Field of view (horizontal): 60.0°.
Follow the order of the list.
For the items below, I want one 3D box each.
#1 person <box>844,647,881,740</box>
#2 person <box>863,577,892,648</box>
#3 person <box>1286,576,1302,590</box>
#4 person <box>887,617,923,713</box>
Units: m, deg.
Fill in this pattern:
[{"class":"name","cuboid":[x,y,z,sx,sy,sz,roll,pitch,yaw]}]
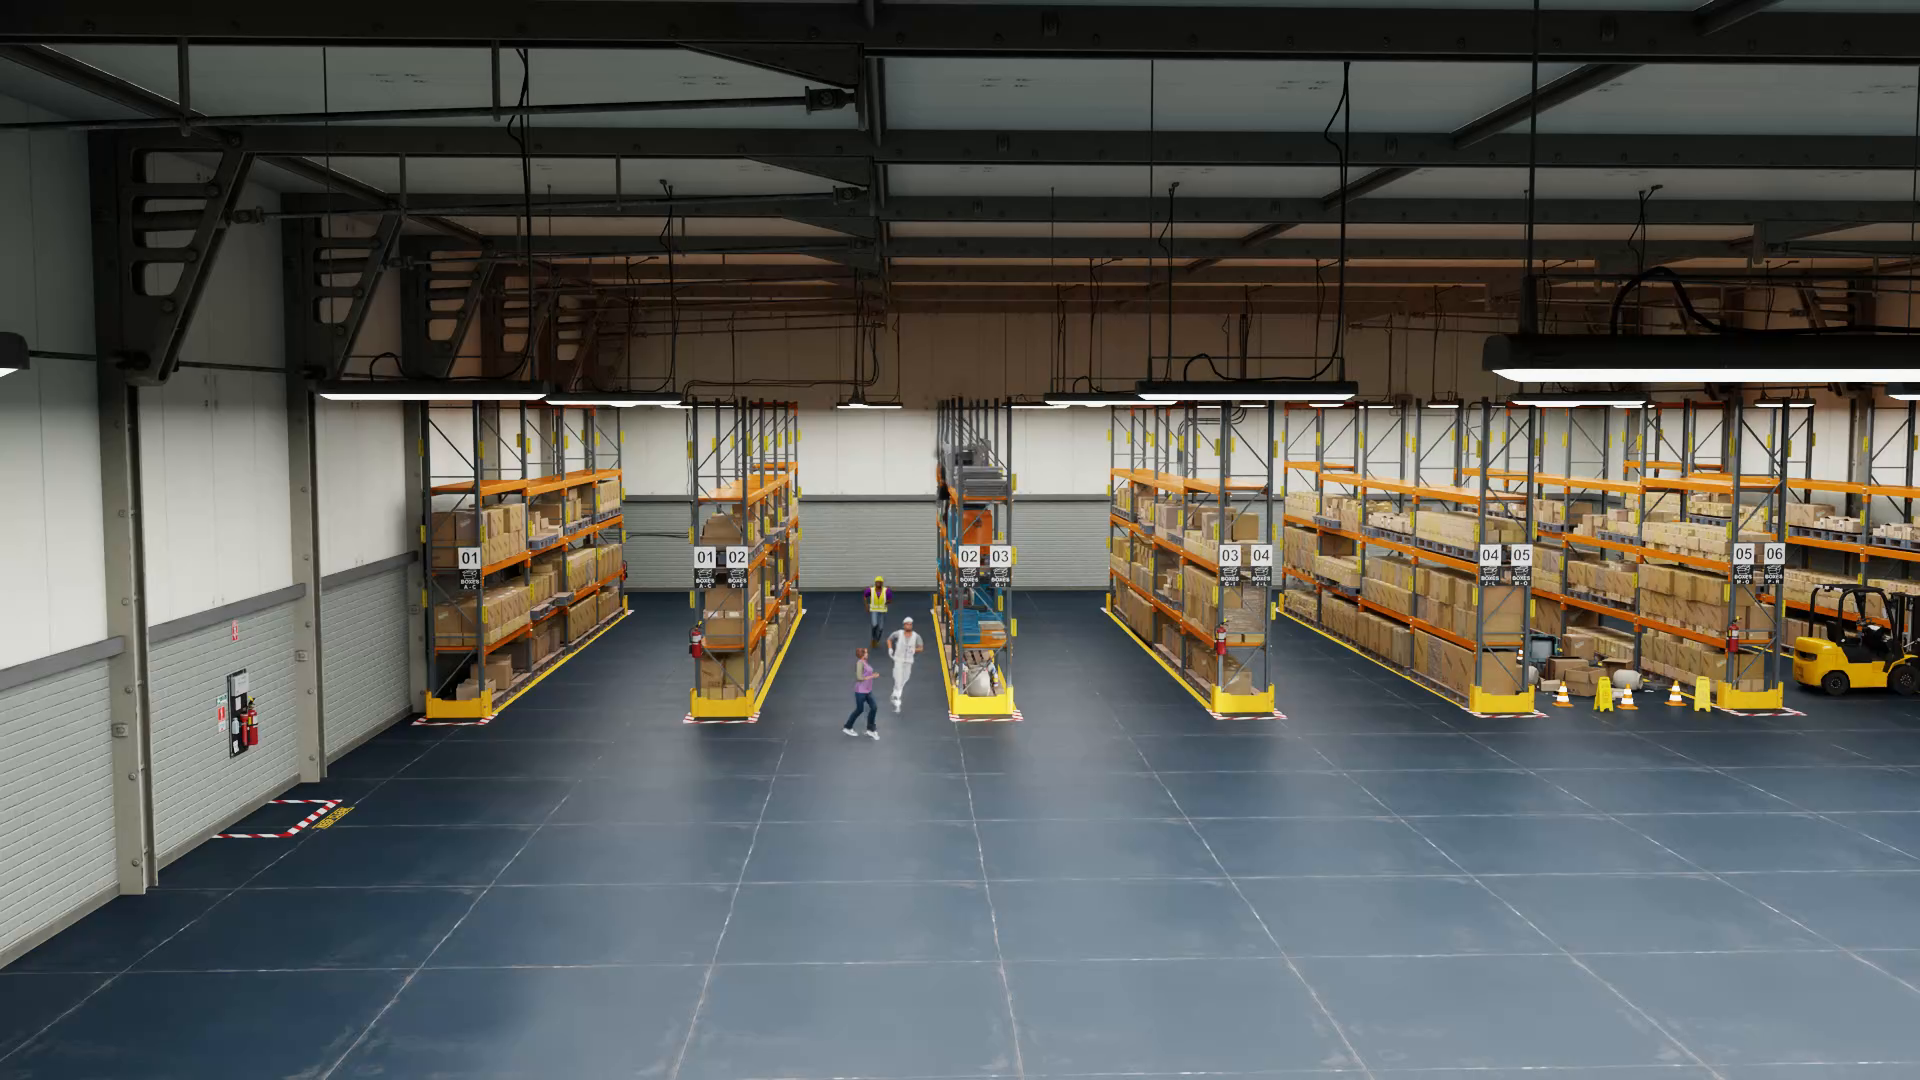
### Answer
[{"class":"person","cuboid":[-1.701,2.674,29.018,0.690,1.639,0.518,2,5,20]},{"class":"person","cuboid":[-1.973,1.743,40.206,0.686,1.737,0.714,-1,4,-11]},{"class":"person","cuboid":[9.931,1.086,49.101,0.563,1.706,0.724,3,5,35]},{"class":"person","cuboid":[-1.058,2.389,31.994,0.660,1.843,0.807,-1,5,-16]}]
